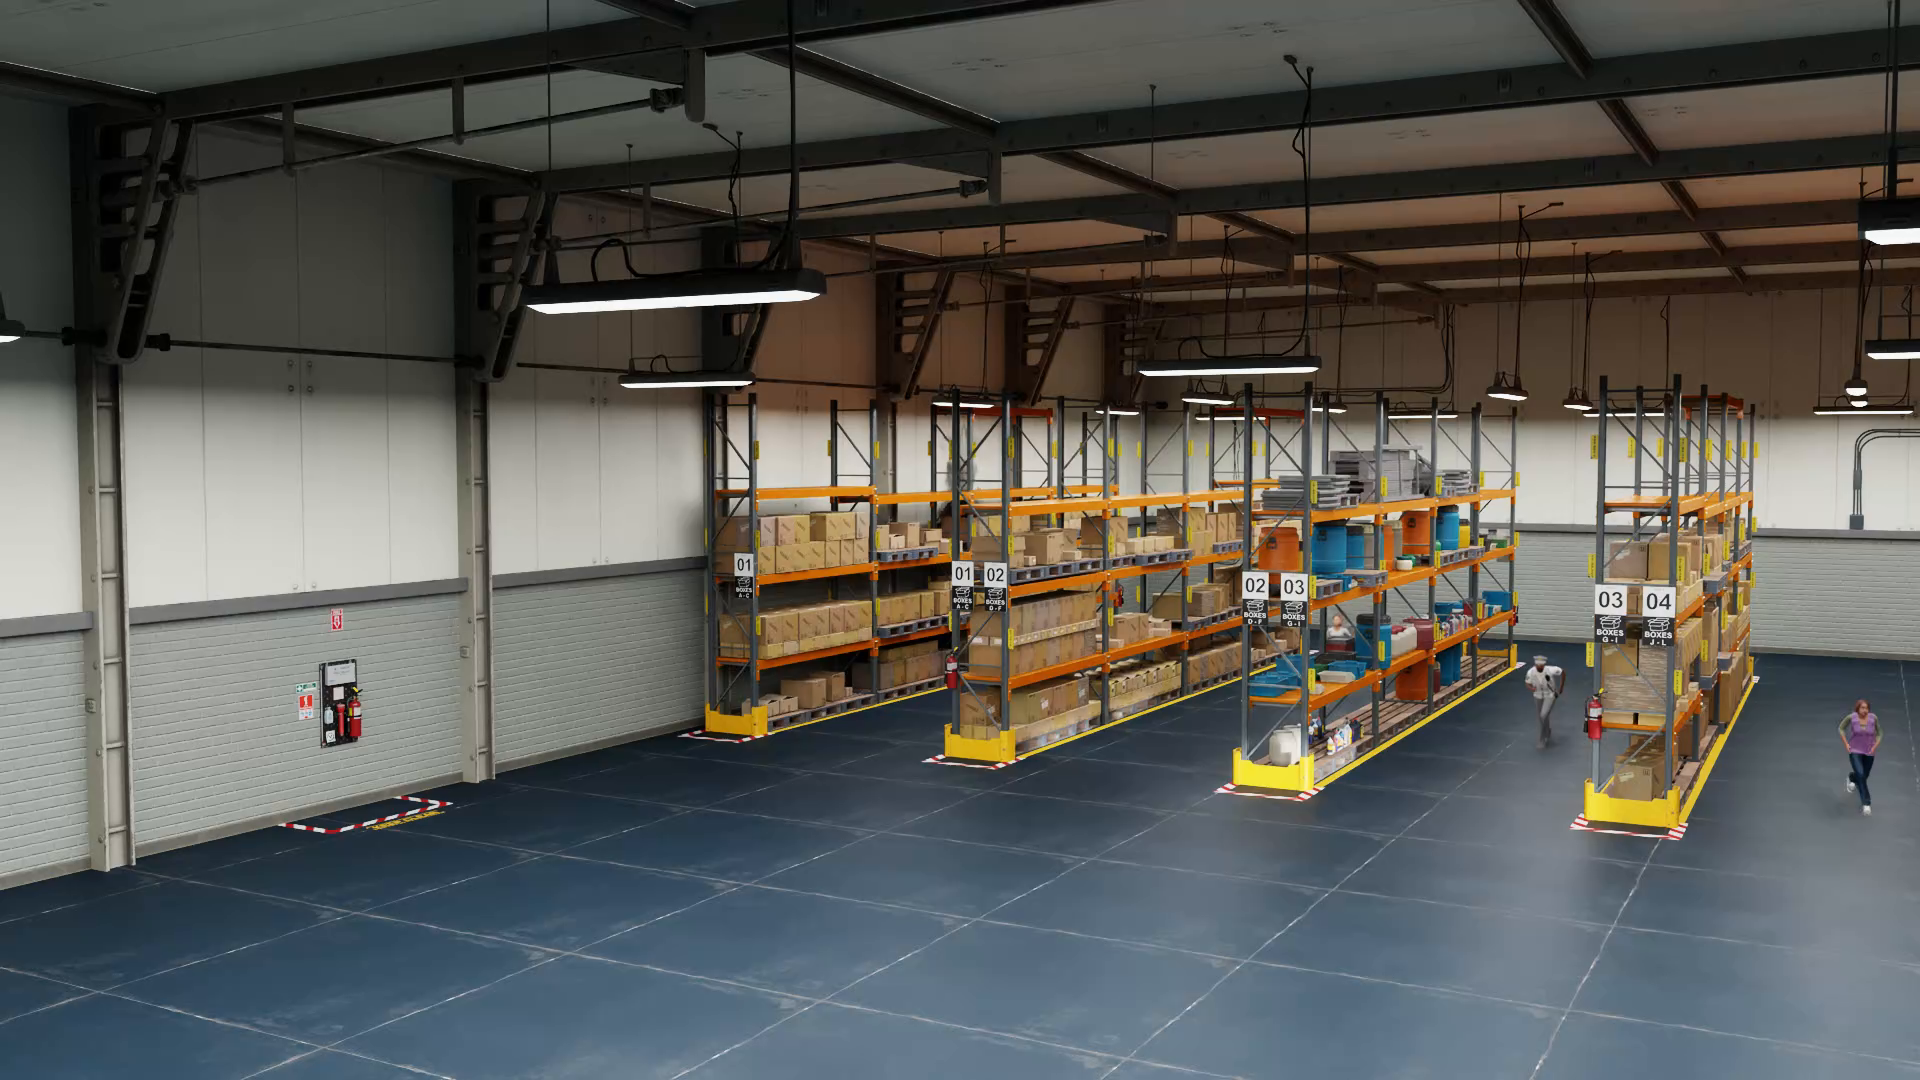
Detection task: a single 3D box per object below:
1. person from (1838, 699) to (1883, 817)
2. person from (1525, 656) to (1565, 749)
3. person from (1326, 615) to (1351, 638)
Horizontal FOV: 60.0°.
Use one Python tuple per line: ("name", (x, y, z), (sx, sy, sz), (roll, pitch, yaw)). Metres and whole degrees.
("person", (12.526, 2.976, 23.163), (0.537, 1.586, 0.964), (1, 3, 13))
("person", (9.911, 2.731, 28.131), (0.616, 1.612, 0.963), (2, 4, 33))
("person", (7.743, 2.344, 34.095), (0.574, 1.628, 0.758), (1, 3, 25))
